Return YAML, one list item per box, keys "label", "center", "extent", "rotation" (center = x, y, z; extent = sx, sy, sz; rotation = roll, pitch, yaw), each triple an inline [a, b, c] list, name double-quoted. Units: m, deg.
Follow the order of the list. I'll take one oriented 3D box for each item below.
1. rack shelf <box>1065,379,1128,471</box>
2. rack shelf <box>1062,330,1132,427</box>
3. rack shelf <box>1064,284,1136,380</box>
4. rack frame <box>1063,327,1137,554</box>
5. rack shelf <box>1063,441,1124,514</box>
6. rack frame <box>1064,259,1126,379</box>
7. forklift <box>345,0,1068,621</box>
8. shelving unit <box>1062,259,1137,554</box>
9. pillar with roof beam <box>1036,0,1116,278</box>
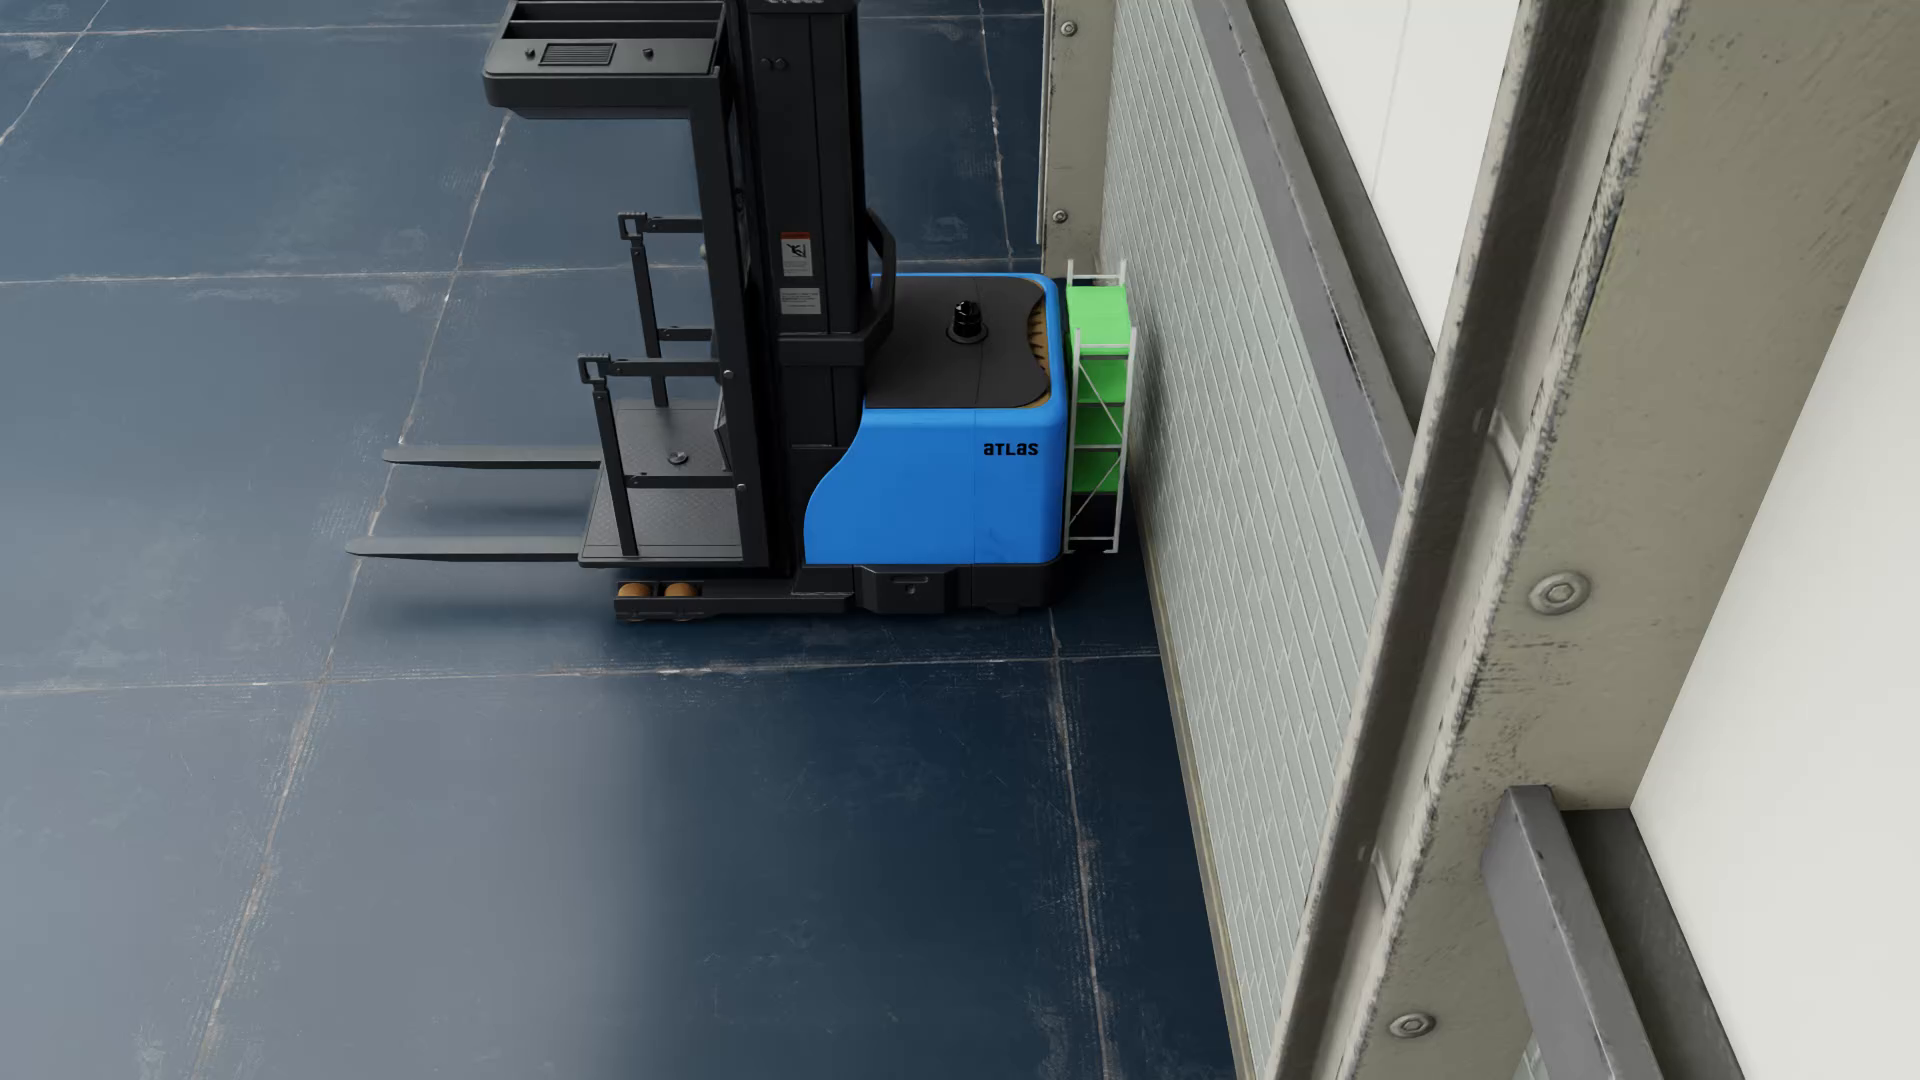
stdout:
- label: "rack shelf"
  center: [0.572, -0.507, 7.159]
  extent: [0.258, 0.148, 0.480]
  rotation: [0, 43, 0]
- label: "rack shelf"
  center: [0.572, -0.683, 6.997]
  extent: [0.258, 0.148, 0.480]
  rotation: [0, 43, 0]
- label: "rack shelf"
  center: [0.572, -0.860, 6.835]
  extent: [0.258, 0.148, 0.480]
  rotation: [0, 43, 0]
- label: "rack frame"
  center: [0.575, -0.389, 6.936]
  extent: [0.240, 1.200, 0.015]
  rotation: [0, 43, 0]
- label: "rack shelf"
  center: [0.572, -0.330, 7.321]
  extent: [0.258, 0.148, 0.480]
  rotation: [0, 43, 0]
- label: "rack frame"
  center: [0.569, -0.719, 7.296]
  extent: [0.240, 1.200, 0.015]
  rotation: [0, 43, 0]
- label: "forklift"
  center: [-1.087, -1.097, 6.427]
  extent: [3.031, 2.935, 1.130]
  rotation: [0, 43, 0]
- label: "shelving unit"
  center: [0.572, -0.554, 7.116]
  extent: [0.258, 1.200, 0.503]
  rotation: [0, 43, 0]
- label: "pillar with roof beam"
  center: [-3.715, -4.738, 5.909]
  extent: [9.100, 9.000, 0.400]
  rotation: [-2, 43, -2]
